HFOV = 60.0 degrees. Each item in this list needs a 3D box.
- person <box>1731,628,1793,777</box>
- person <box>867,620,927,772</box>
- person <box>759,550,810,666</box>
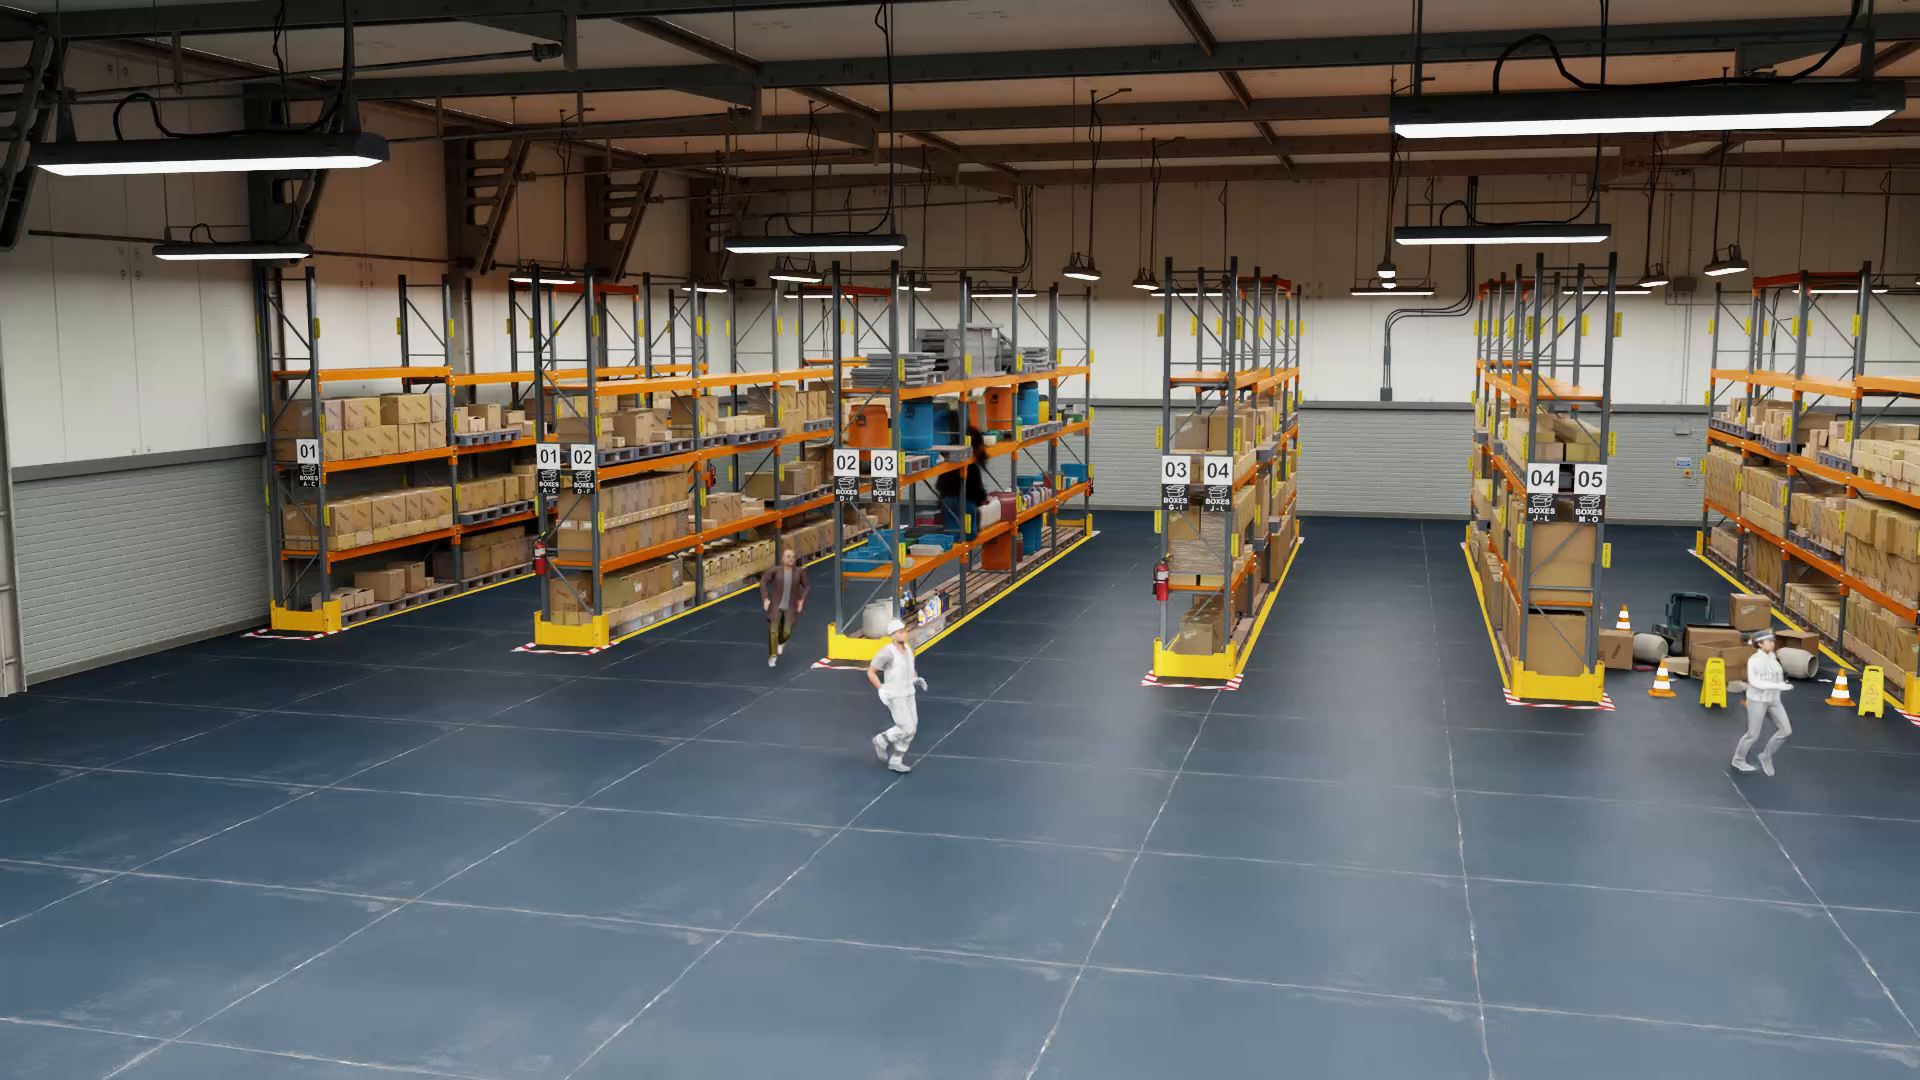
[{"bbox_3d":[9.002,1.817,18.581,0.581,1.699,0.677,-4,8,-26],"label":"person"},{"bbox_3d":[-0.681,1.765,18.791,0.595,1.735,0.666,5,9,36],"label":"person"},{"bbox_3d":[-2.635,1.002,25.009,0.757,1.730,0.615,-1,7,-7],"label":"person"}]
